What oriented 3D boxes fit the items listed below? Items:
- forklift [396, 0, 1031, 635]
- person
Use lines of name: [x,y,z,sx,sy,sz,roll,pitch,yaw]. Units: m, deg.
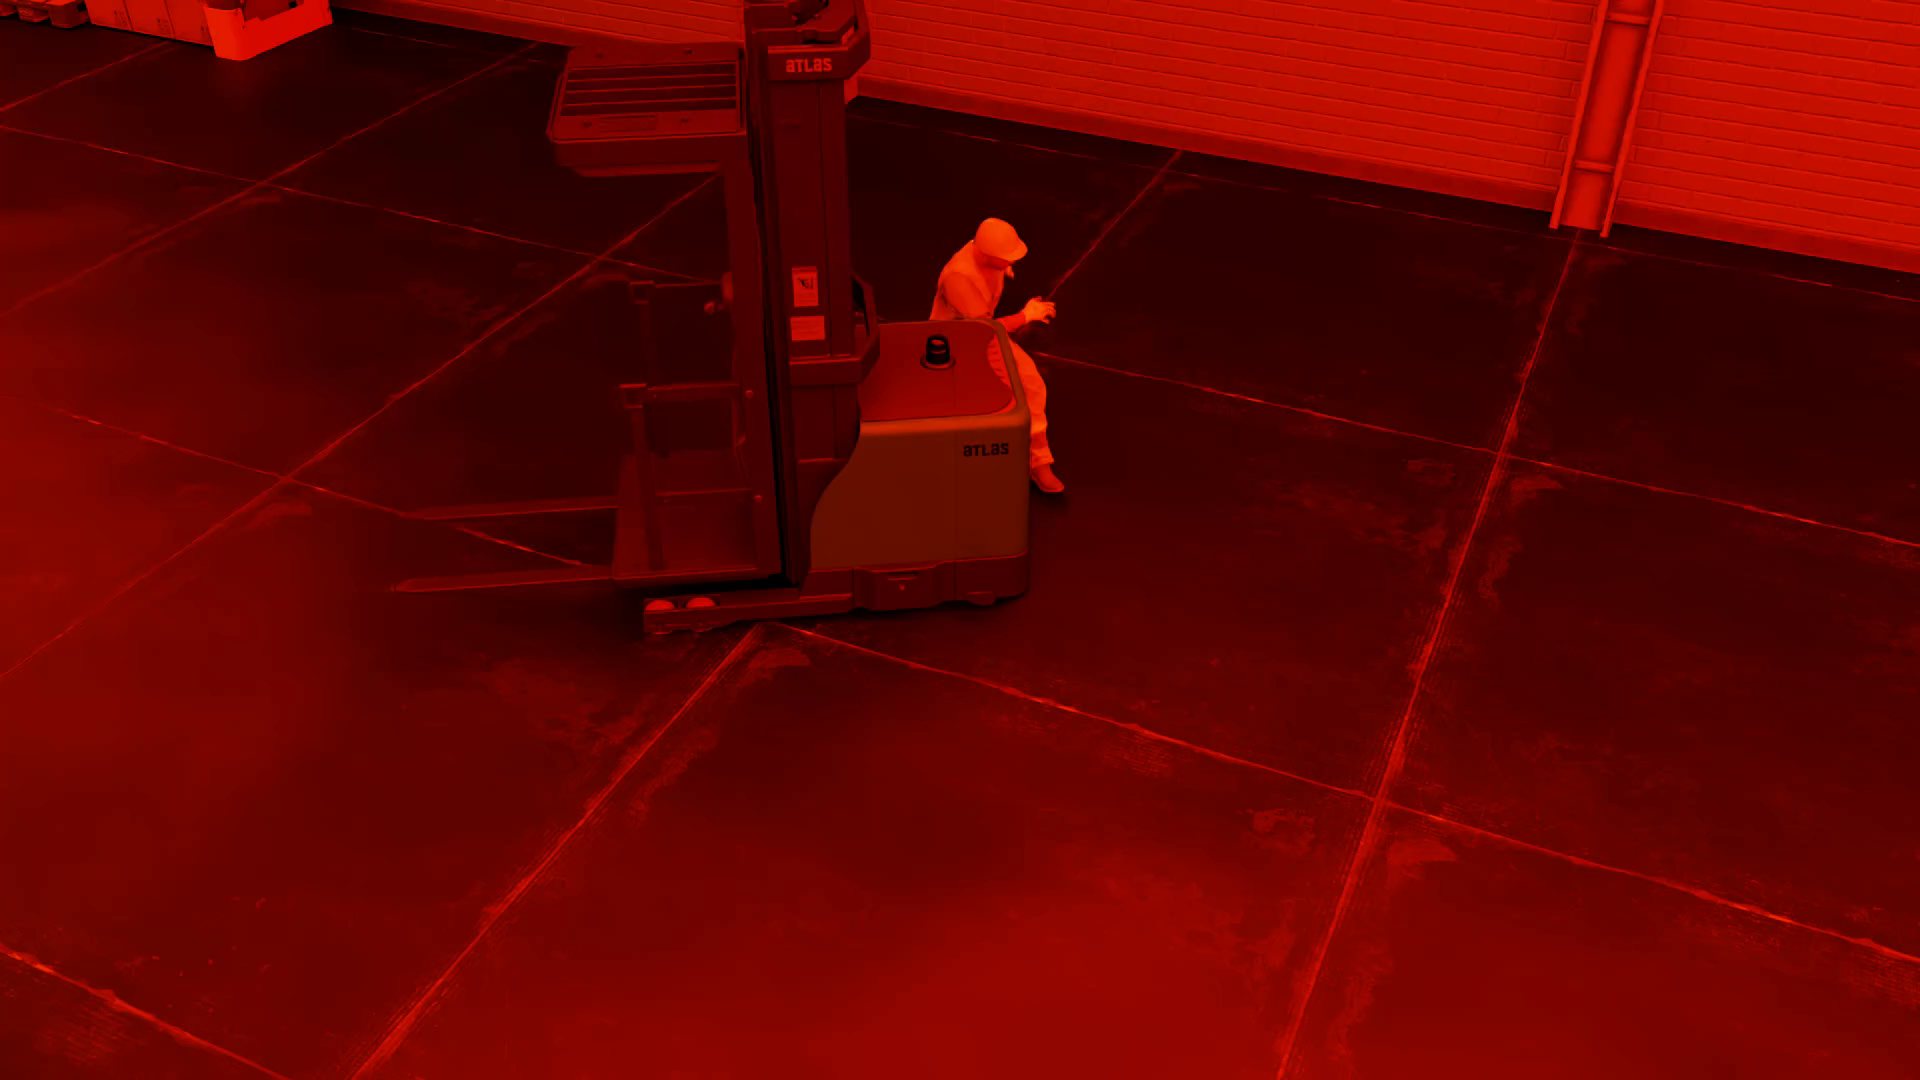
forklift: [-1.214,-1.065,7.579,3.031,2.935,1.130,-4,36,-5]
person: [0.312,-1.076,8.906,0.964,1.497,1.084,22,41,28]
